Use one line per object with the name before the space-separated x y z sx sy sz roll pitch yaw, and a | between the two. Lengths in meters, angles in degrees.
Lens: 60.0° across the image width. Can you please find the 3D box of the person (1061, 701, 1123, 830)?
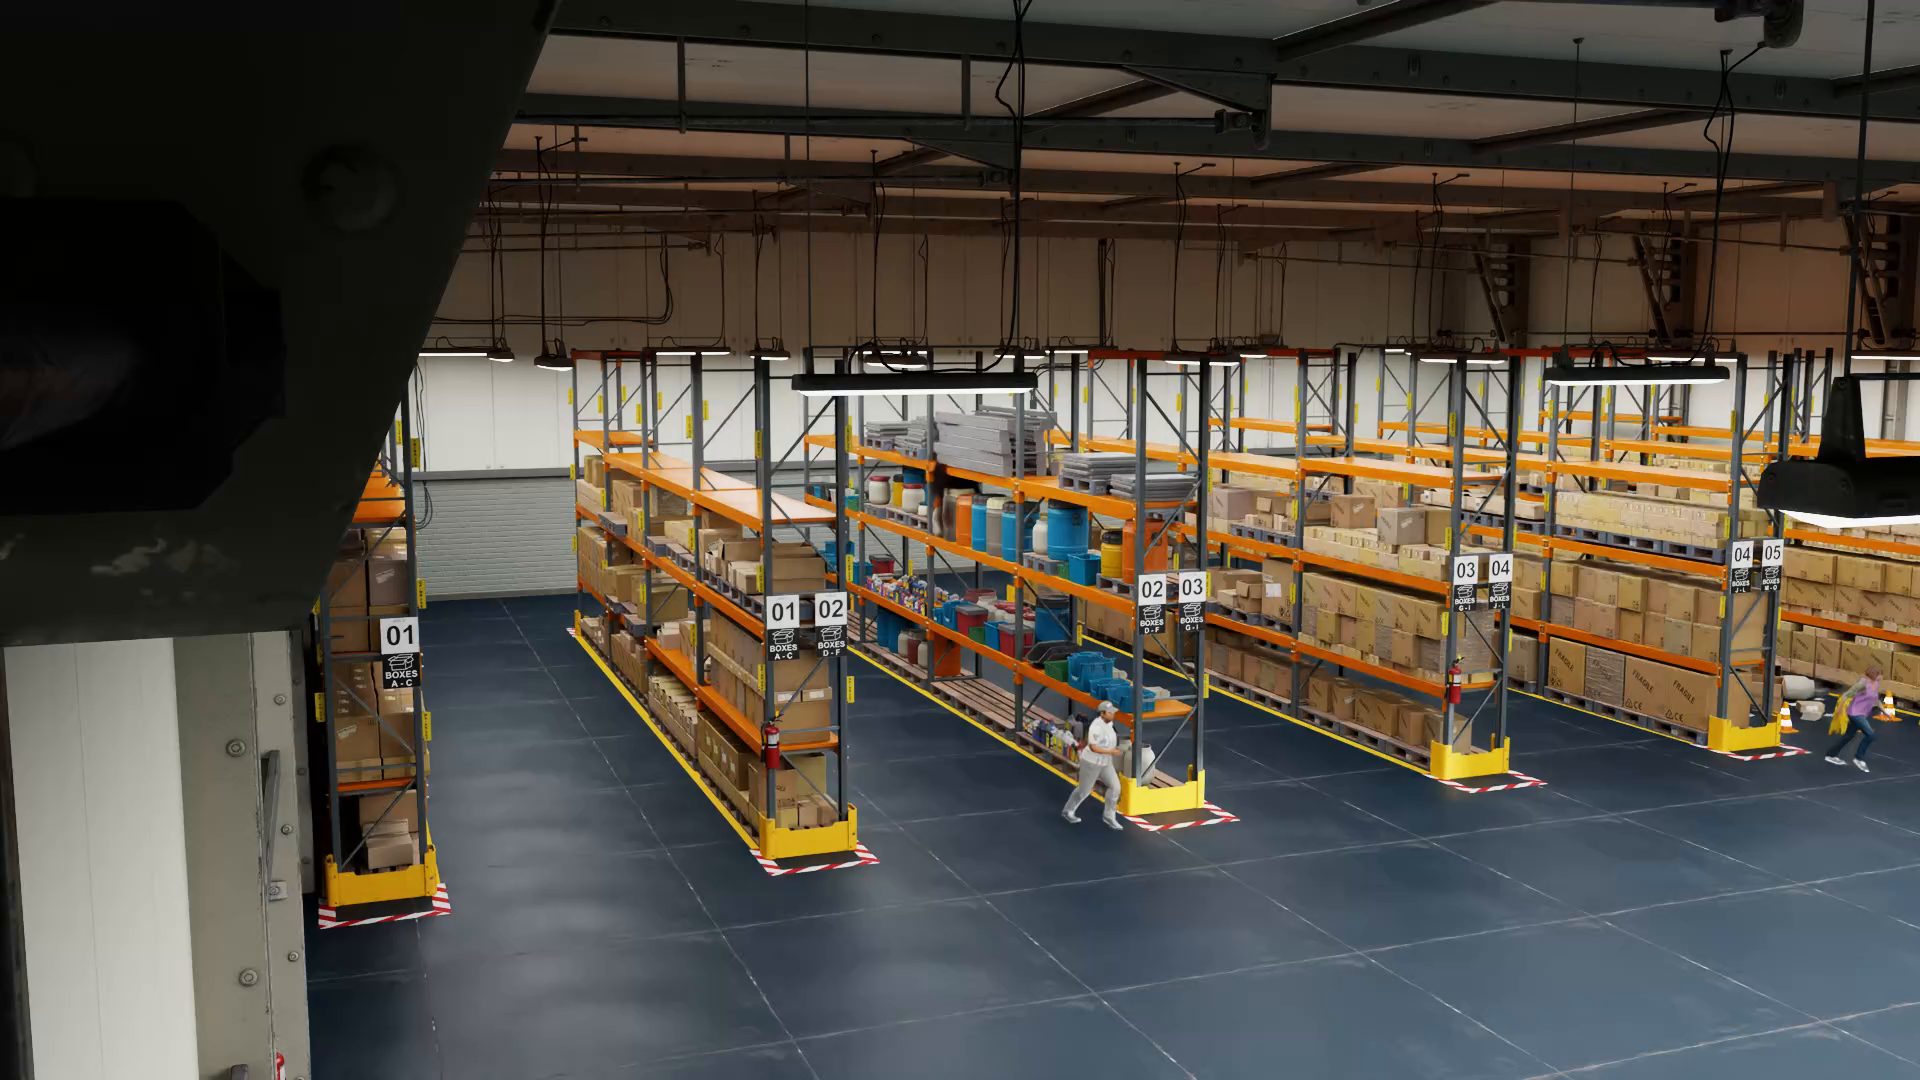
person | 1.734 2.880 21.328 0.822 1.697 0.620 5 9 34

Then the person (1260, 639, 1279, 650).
person | 6.139 1.431 32.412 0.774 1.750 0.570 -1 7 -8

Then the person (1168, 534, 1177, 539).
person | 4.876 0.676 38.799 0.639 1.697 0.722 -5 9 -37

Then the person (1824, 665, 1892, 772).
person | 13.106 2.562 24.226 0.453 1.532 0.812 -7 10 -43
